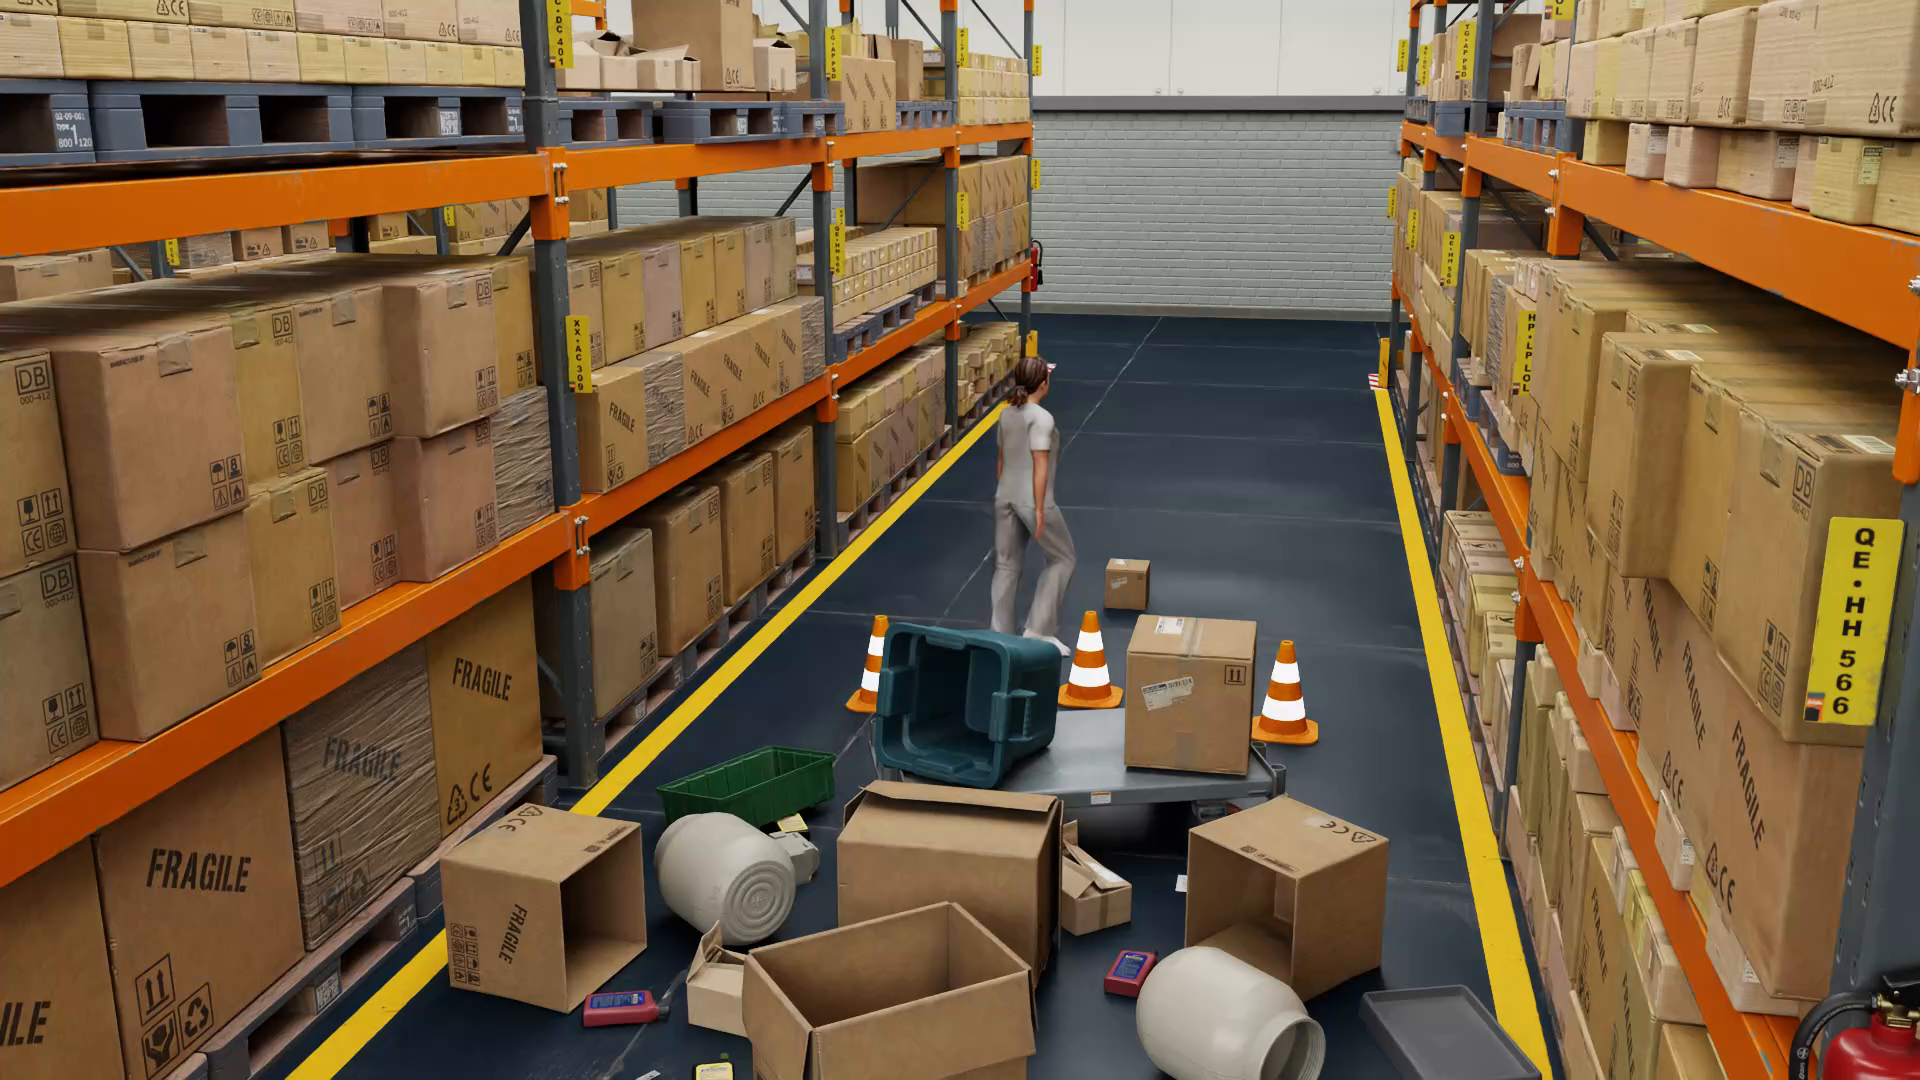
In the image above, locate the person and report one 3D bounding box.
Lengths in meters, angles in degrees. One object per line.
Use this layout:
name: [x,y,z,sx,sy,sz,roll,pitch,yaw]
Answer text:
person: [0.337,-0.164,9.127,0.527,1.673,0.472,-14,20,-42]
